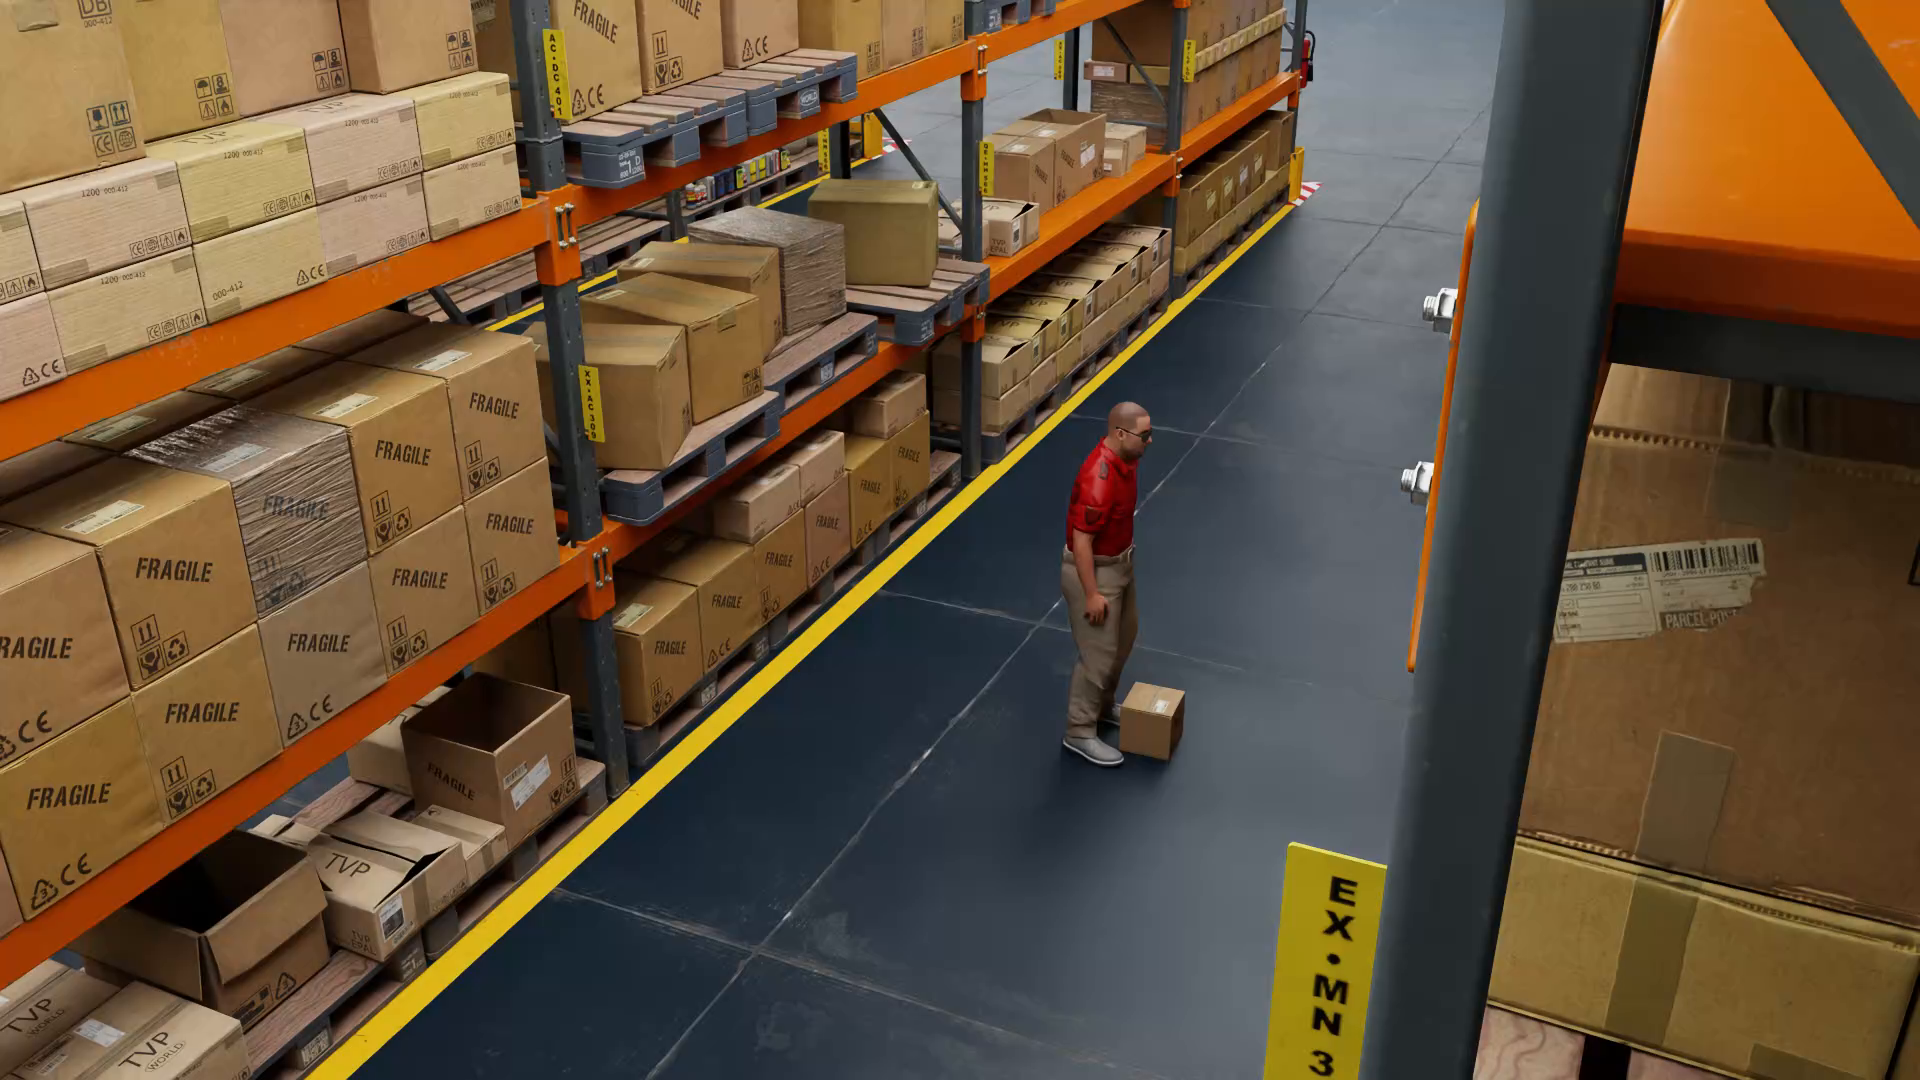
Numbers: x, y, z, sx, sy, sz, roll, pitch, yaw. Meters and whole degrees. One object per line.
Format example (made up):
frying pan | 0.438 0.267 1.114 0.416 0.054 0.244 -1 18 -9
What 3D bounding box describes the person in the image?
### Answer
person | 0.689 0.166 7.788 0.389 1.725 0.591 10 28 20
